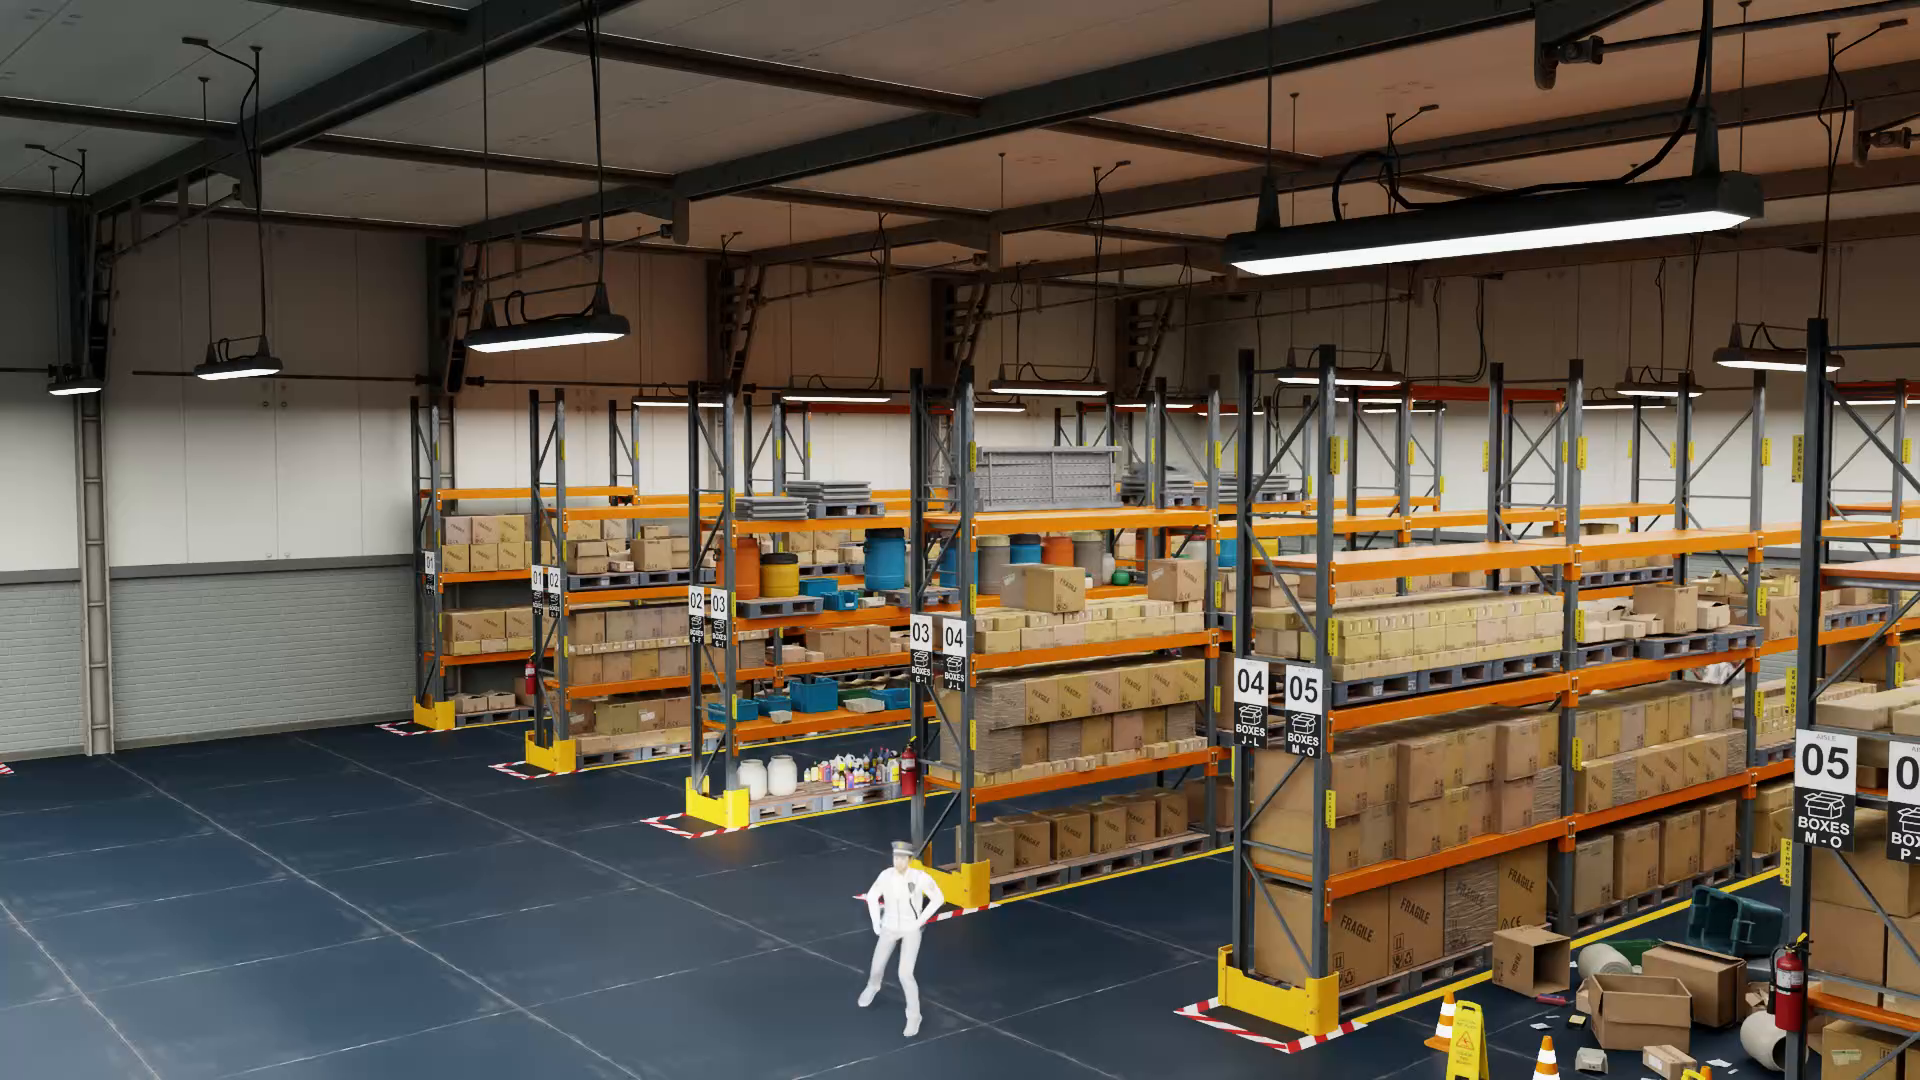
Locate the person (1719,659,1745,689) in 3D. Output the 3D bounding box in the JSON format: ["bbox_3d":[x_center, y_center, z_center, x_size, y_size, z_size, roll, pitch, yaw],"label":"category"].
[{"bbox_3d":[13.388,2.716,28.645,0.571,1.555,0.554,1,4,18],"label":"person"}]

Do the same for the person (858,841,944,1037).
[{"bbox_3d":[-0.558,3.480,14.797,0.841,1.688,0.713,1,3,14],"label":"person"}]

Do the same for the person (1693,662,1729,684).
[{"bbox_3d":[13.173,2.577,29.128,0.707,1.763,0.686,-1,3,-10],"label":"person"}]

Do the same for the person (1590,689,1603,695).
[{"bbox_3d":[8.830,2.939,23.097,0.714,1.733,0.764,3,5,43],"label":"person"}]
